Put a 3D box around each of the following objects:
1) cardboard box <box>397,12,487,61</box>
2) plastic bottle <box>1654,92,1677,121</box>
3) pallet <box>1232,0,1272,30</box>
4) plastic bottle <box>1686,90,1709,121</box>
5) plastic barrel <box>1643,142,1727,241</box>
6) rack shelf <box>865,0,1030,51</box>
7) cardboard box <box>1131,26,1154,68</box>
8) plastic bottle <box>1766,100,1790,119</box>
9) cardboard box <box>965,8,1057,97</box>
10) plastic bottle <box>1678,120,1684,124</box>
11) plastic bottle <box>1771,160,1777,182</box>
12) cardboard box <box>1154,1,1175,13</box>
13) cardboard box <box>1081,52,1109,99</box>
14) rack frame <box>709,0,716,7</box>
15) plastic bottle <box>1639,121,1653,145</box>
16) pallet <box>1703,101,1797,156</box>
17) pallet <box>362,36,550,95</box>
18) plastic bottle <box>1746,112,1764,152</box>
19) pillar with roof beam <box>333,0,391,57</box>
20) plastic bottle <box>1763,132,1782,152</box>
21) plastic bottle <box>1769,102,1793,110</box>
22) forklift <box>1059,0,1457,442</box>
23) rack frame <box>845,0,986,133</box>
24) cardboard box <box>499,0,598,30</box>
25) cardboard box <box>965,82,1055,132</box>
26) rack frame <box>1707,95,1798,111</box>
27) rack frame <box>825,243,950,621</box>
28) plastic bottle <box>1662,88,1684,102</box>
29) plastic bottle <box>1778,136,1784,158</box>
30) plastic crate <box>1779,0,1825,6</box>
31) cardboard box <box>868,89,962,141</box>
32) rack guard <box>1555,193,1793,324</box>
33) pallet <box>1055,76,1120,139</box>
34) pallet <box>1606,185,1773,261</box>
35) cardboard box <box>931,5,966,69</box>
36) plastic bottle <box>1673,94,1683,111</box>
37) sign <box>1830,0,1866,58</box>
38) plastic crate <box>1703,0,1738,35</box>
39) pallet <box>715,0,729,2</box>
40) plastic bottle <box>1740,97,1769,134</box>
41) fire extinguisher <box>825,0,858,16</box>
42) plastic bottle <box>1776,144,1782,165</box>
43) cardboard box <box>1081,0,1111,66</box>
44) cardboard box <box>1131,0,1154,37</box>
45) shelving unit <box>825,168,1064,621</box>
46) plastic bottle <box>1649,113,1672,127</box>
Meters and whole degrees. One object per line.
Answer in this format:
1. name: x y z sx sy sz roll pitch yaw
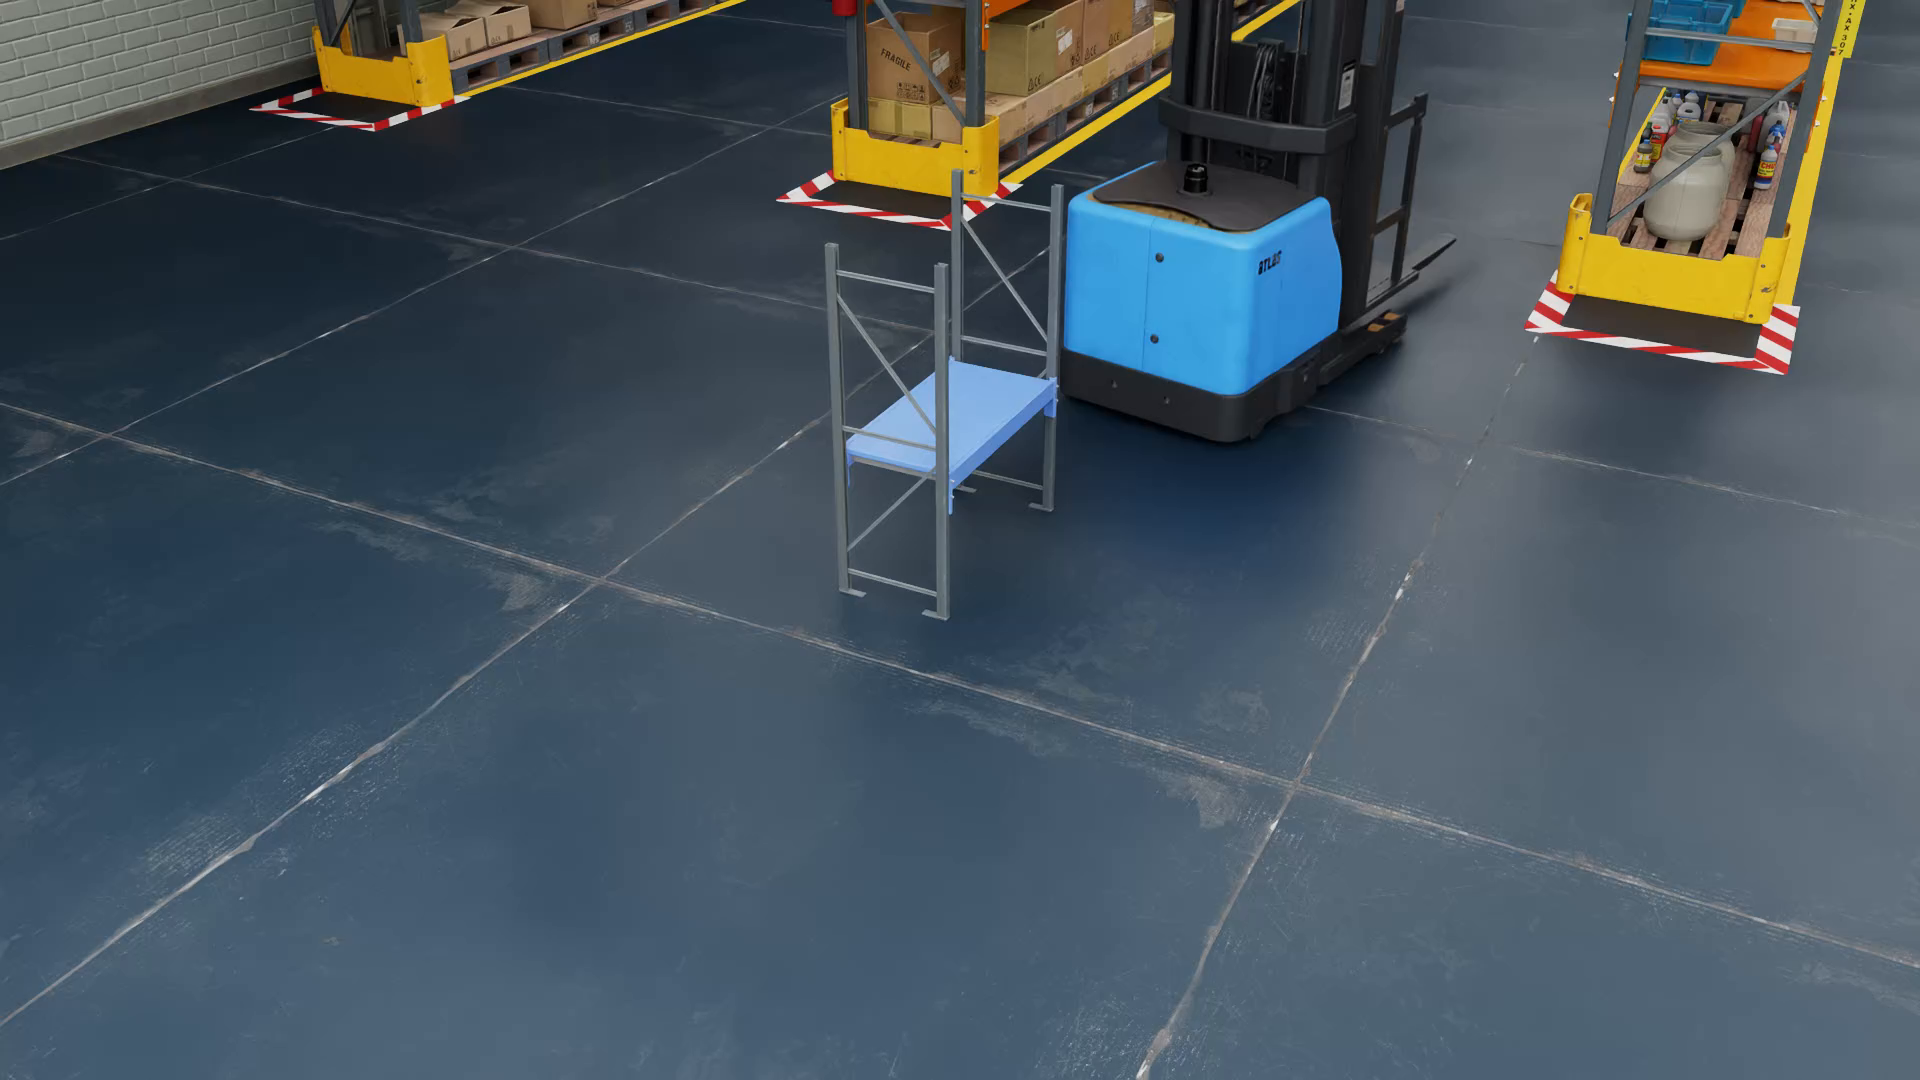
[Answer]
1. cardboard box: -4.319 -4.229 13.860 0.500 0.311 0.500 11 32 18
2. plastic bottle: 4.911 -2.950 11.593 0.144 0.351 0.185 14 33 23
3. pallet: 2.375 -5.238 16.159 1.003 0.211 1.213 14 33 23
4. plastic bottle: 5.319 -3.189 12.010 0.144 0.351 0.185 14 33 23
5. plastic barrel: 4.337 -2.083 9.941 0.421 0.512 0.421 0 30 0
6. rack shelf: 0.608 -4.370 12.571 1.077 0.370 4.000 14 33 23
7. cardboard box: 1.266 -4.084 13.689 0.500 0.250 0.500 14 33 23
8. plastic bottle: 5.656 -2.906 11.517 0.144 0.351 0.185 14 33 23
9. cardboard box: 0.366 -3.520 11.954 0.500 0.500 0.500 14 33 23
10. plastic bottle: 4.953 -2.794 11.472 0.097 0.201 0.097 0 30 0
11. plastic bottle: 5.256 -2.426 10.832 0.097 0.201 0.097 0 30 0
12. cardboard box: 1.924 -4.681 14.729 0.500 0.250 0.500 13 33 22
13. cardboard box: 0.824 -3.637 12.911 0.500 0.250 0.500 14 33 23
14. rack frame: -2.892 -6.691 15.889 1.000 3.000 0.127 14 33 23
15. plastic bottle: 4.589 -2.653 11.143 0.061 0.283 0.133 15 33 24
16. pallet: 5.584 -2.946 12.168 1.003 0.211 1.213 14 33 23
17. pallet: -4.278 -4.094 14.168 1.003 0.211 1.213 14 33 23
18. plastic bottle: 5.483 -2.830 11.452 0.061 0.283 0.133 14 33 23
19. pillar with roof beam: -1.333 -7.049 10.489 9.100 9.000 0.400 14 33 23
20. plastic bottle: 5.365 -2.563 10.999 0.097 0.271 0.097 0 30 0
21. plastic bottle: 5.803 -3.050 11.767 0.144 0.351 0.185 13 32 21
22. forklift: 1.798 -2.407 8.499 1.130 2.935 3.031 21 36 32
23. rack frame: -0.303 -3.796 10.847 1.000 3.000 0.127 14 33 23
24. cardboard box: -3.681 -4.877 14.800 0.700 0.500 0.500 12 32 20
25. cardboard box: 0.364 -3.195 12.141 0.500 0.250 0.500 14 33 23
26. rack frame: 5.927 -4.443 11.976 1.000 3.000 0.127 14 33 23
27. rack frame: -0.270 -0.387 6.418 0.500 1.500 0.032 14 33 23
28. plastic bottle: 5.104 -3.138 11.921 0.144 0.351 0.185 13 32 21
29. plastic bottle: 5.549 -2.712 11.329 0.097 0.201 0.097 0 30 0
30. plastic crate: 5.413 -3.552 10.688 0.530 0.136 0.437 14 33 23
31. cardboard box: -0.321 -3.090 11.958 0.500 0.250 0.500 14 33 23
32. rack guard: 4.098 -1.631 9.587 1.175 0.500 0.348 14 33 23
33. pallet: 0.565 -3.474 13.087 1.003 0.211 1.213 14 33 23
34. pallet: 4.473 -1.864 10.284 1.003 0.211 1.213 14 33 23
35. cardboard box: 0.119 -3.862 12.550 0.500 0.500 0.500 14 33 23
36. plastic bottle: 5.071 -3.030 11.812 0.097 0.271 0.097 0 30 0
37. sign: 4.593 -2.664 8.598 0.100 0.325 0.005 14 33 23
38. plastic crate: 4.368 -3.182 9.928 0.499 0.251 0.408 14 33 23
39. pallet: -2.539 -5.827 17.185 1.003 0.211 1.213 14 33 23
40. plastic bottle: 5.660 -3.040 11.824 0.152 0.276 0.135 14 33 23
41. fire extinguisher: -0.770 -3.815 10.959 0.296 0.674 0.183 14 33 23
42. plastic bottle: 5.455 -2.621 11.170 0.097 0.201 0.097 0 30 0
43. cardboard box: 0.825 -3.962 12.724 0.500 0.500 0.500 14 33 23
44. cardboard box: 1.265 -4.410 13.503 0.500 0.500 0.500 14 33 23
45. shelving unit: -0.039 -0.613 6.811 0.538 1.500 1.048 14 33 23
46. plastic bottle: 4.754 -2.761 11.338 0.152 0.276 0.135 13 32 22
